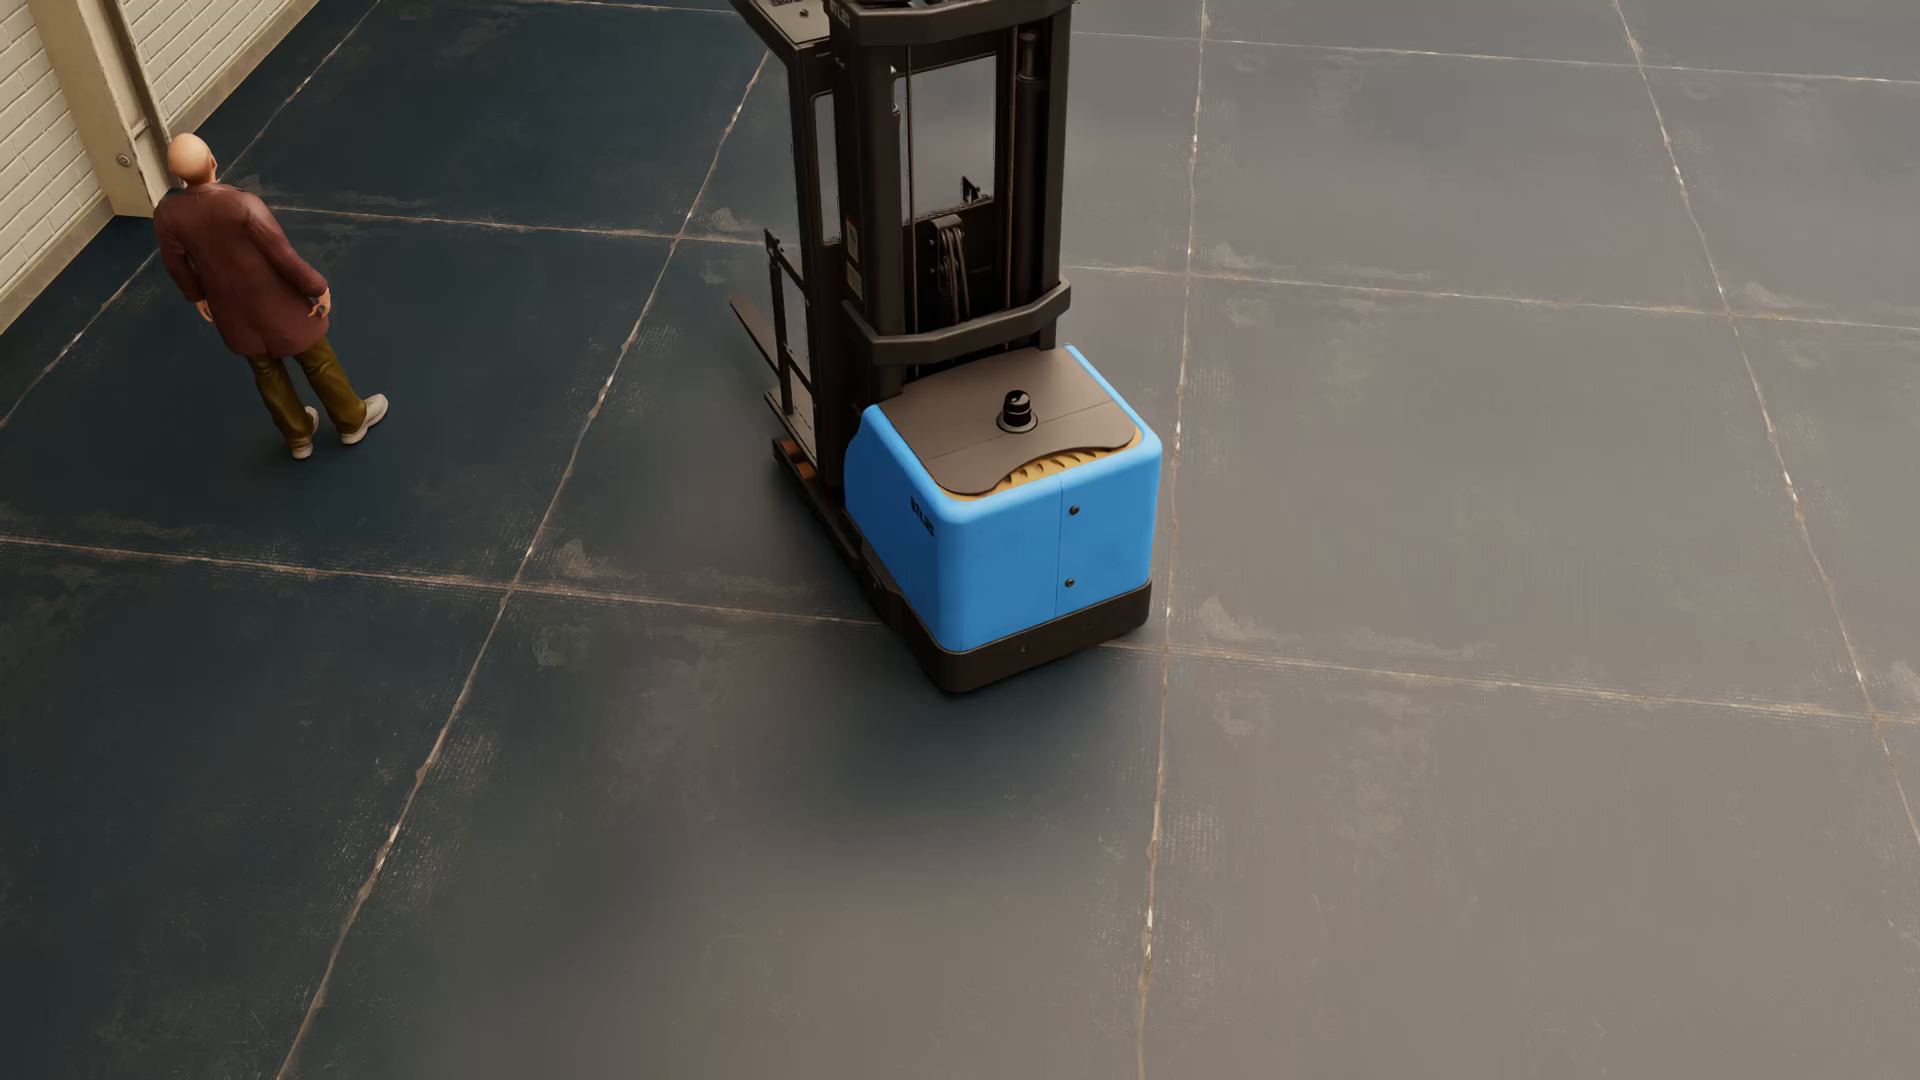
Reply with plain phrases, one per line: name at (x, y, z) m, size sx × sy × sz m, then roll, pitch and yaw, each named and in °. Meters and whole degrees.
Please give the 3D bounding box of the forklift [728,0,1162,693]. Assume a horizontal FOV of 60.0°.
forklift at (-0.270, -1.426, 7.276) m, size 1.130 × 2.935 × 3.031 m, roll -19°, pitch 46°, yaw -19°

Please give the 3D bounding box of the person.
person at (-3.289, -1.182, 7.853) m, size 0.695 × 1.775 × 0.584 m, roll 1°, pitch 43°, yaw 2°
